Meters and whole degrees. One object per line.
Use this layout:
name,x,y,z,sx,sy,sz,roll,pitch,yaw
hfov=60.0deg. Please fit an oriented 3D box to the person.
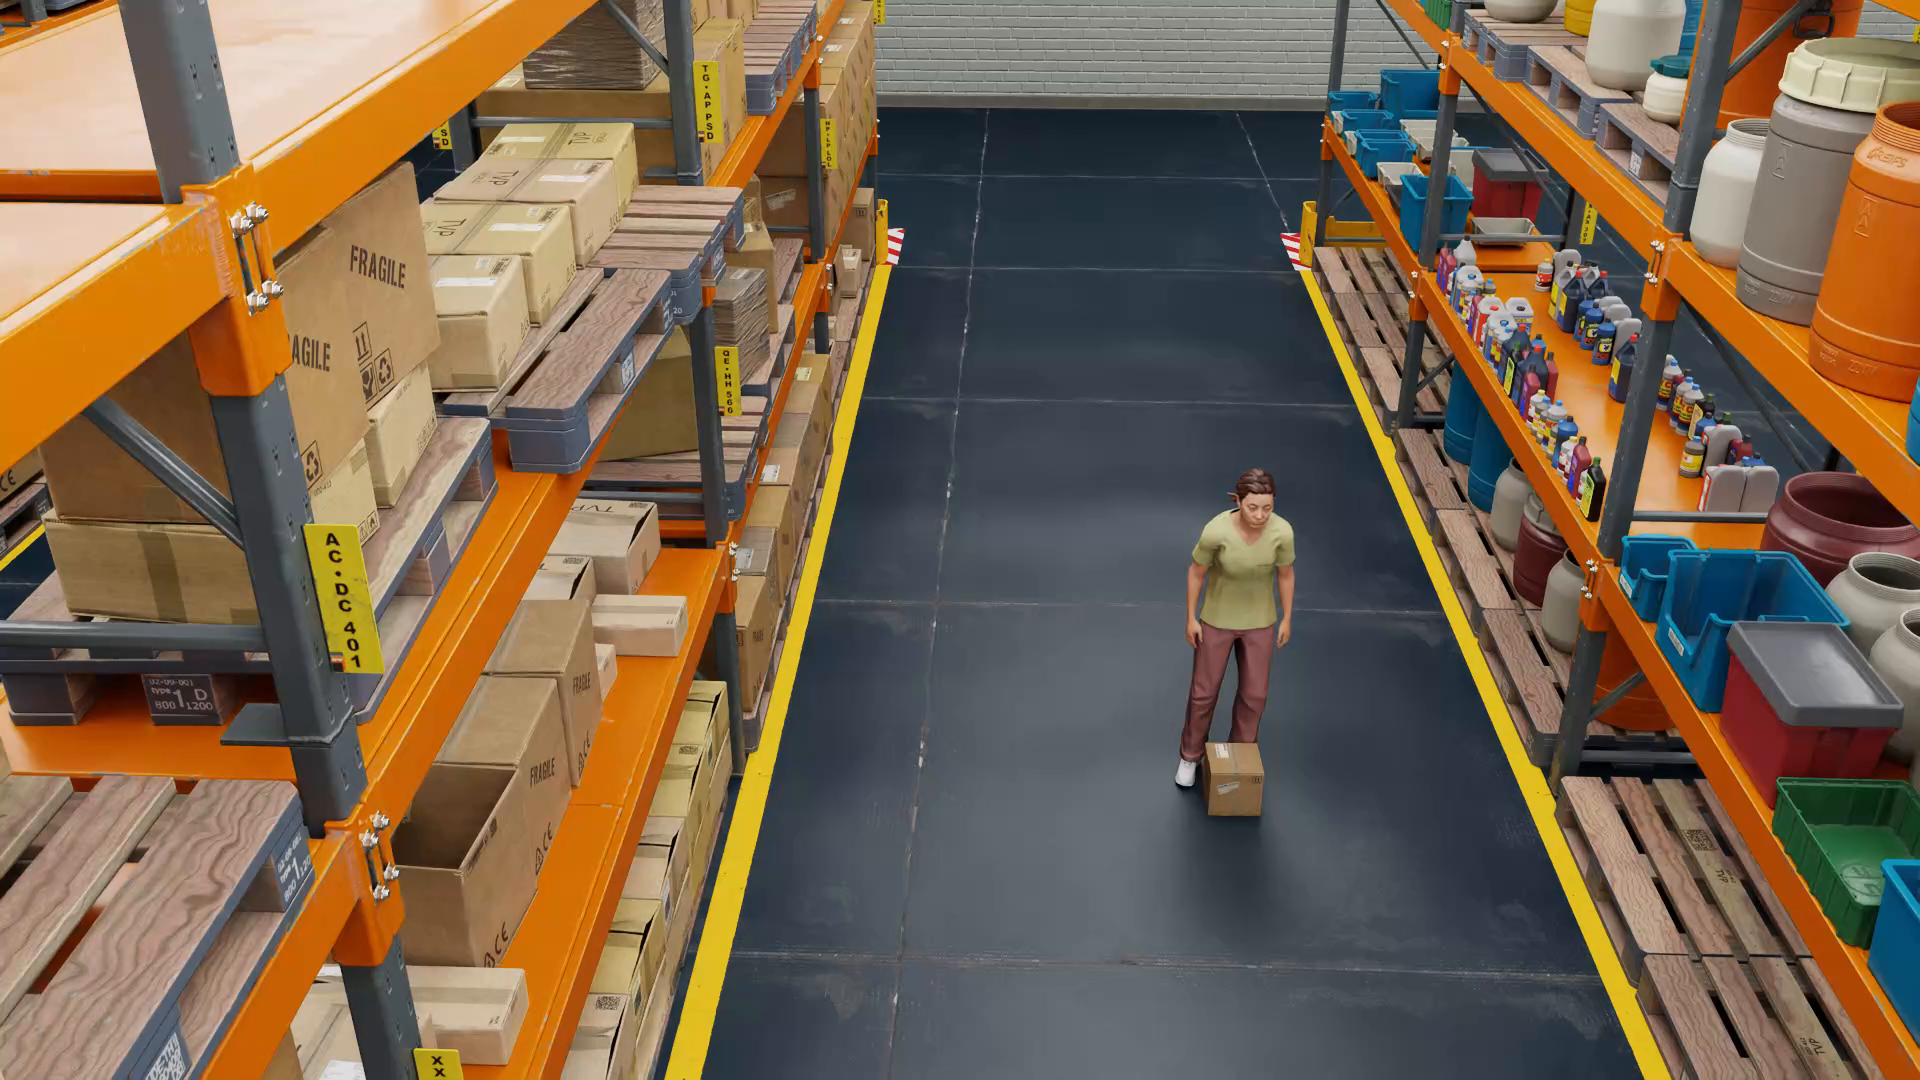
person,1.314,0.417,7.841,0.512,1.673,0.406,0,28,0
